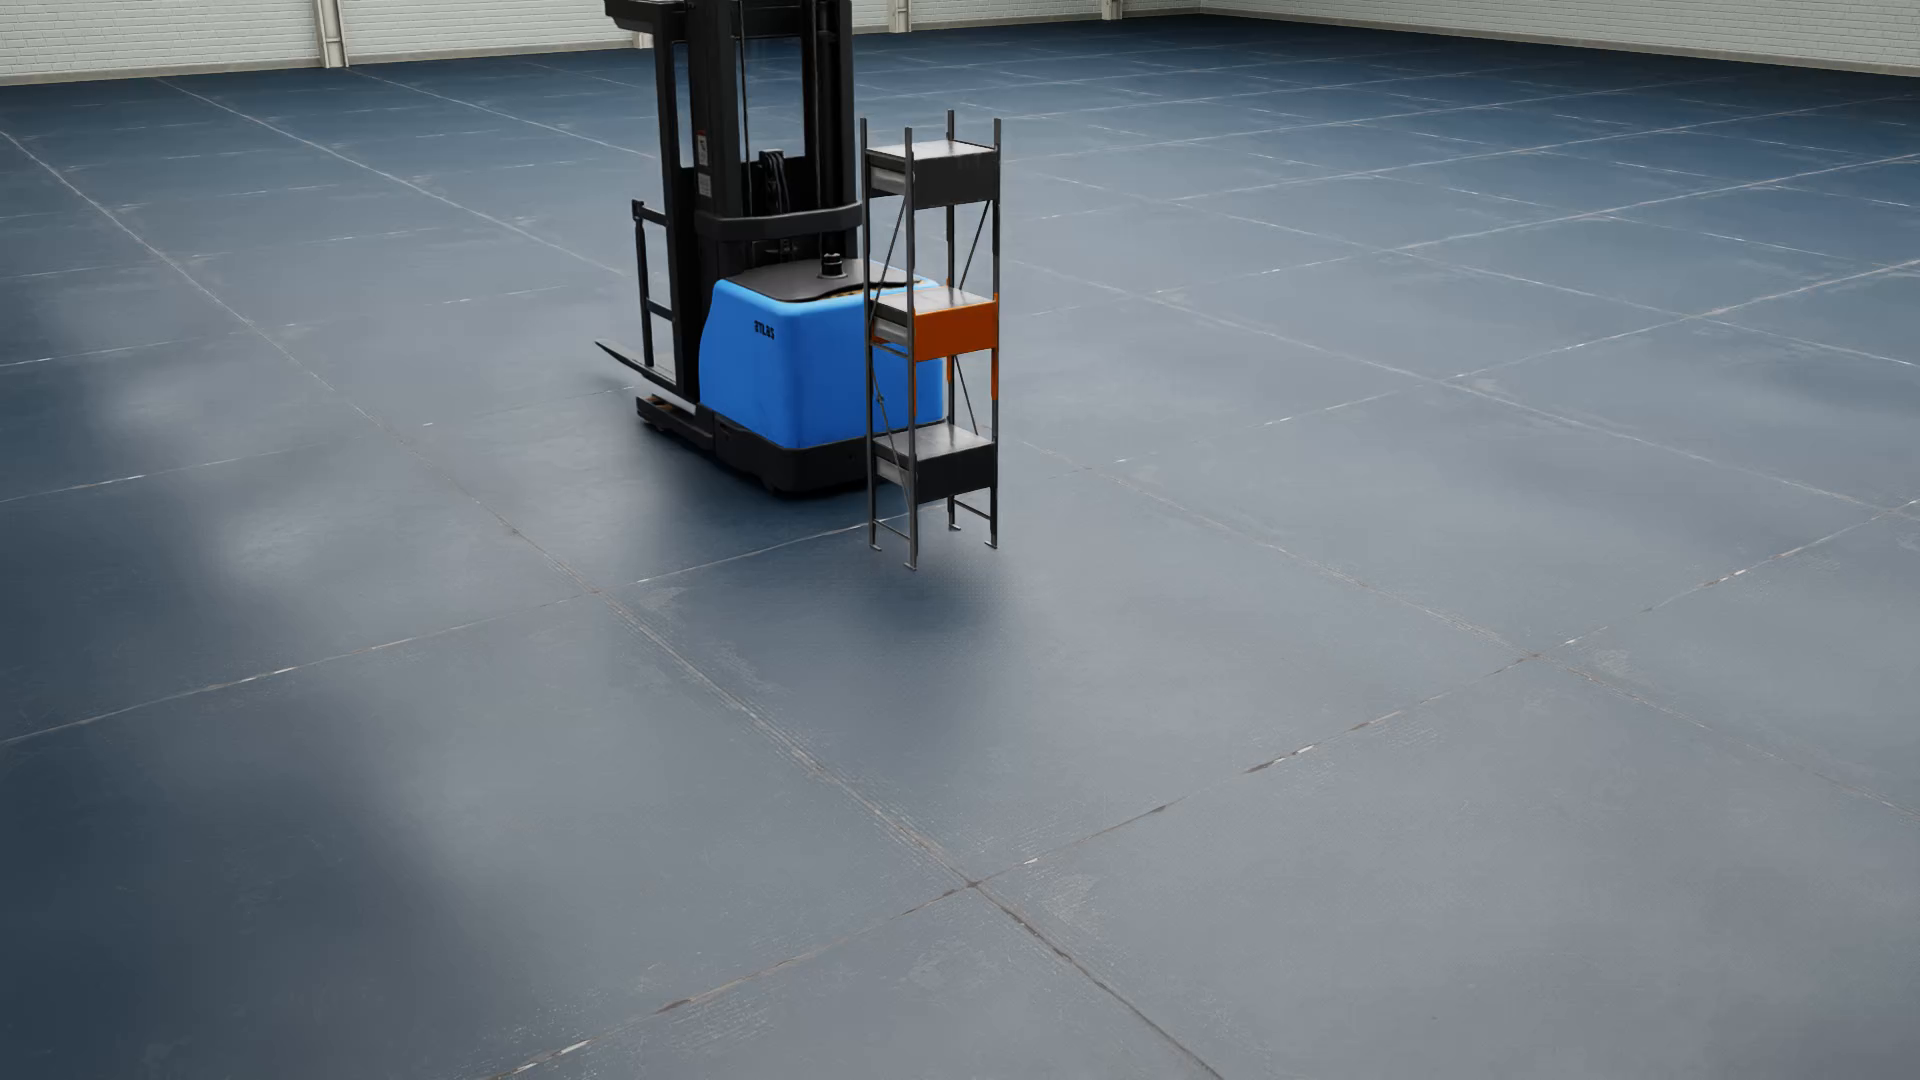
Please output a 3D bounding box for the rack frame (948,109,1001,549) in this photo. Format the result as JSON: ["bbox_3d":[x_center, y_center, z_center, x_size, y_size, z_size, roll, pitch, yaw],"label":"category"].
[{"bbox_3d":[0.064,-0.992,8.066,0.015,2.100,0.400,-15,26,-33],"label":"rack frame"}]

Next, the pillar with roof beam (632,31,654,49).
[{"bbox_3d":[-3.657,-12.550,27.722,0.400,9.000,9.100,-15,26,-33],"label":"pillar with roof beam"}]

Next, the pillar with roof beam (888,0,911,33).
[{"bbox_3d":[1.213,-13.849,30.977,0.400,9.000,9.100,-15,26,-33],"label":"pillar with roof beam"}]

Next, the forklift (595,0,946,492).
[{"bbox_3d":[-1.325,-2.105,9.734,1.130,2.935,3.031,-14,26,-32],"label":"forklift"}]

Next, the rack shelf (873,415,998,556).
[{"bbox_3d":[-0.134,-0.277,8.198,0.480,0.518,0.431,-15,26,-33],"label":"rack shelf"}]

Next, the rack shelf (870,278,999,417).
[{"bbox_3d":[-0.134,-0.927,7.939,0.480,0.518,0.431,-15,26,-33],"label":"rack shelf"}]

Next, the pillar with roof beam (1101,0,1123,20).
[{"bbox_3d":[6.084,-15.148,34.231,0.400,9.000,9.100,-15,26,-33],"label":"pillar with roof beam"}]

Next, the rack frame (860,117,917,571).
[{"bbox_3d":[-0.332,-0.887,7.801,0.015,2.100,0.400,-15,26,-33],"label":"rack frame"}]

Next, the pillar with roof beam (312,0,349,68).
[{"bbox_3d":[-8.528,-11.252,24.468,0.400,9.000,9.100,-15,26,-33],"label":"pillar with roof beam"}]

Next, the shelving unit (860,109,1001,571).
[{"bbox_3d":[-0.134,-0.939,7.934,0.503,2.100,0.431,-15,26,-33],"label":"shelving unit"}]

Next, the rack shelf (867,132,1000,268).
[{"bbox_3d":[-0.134,-1.577,7.679,0.480,0.518,0.431,-15,26,-33],"label":"rack shelf"}]
